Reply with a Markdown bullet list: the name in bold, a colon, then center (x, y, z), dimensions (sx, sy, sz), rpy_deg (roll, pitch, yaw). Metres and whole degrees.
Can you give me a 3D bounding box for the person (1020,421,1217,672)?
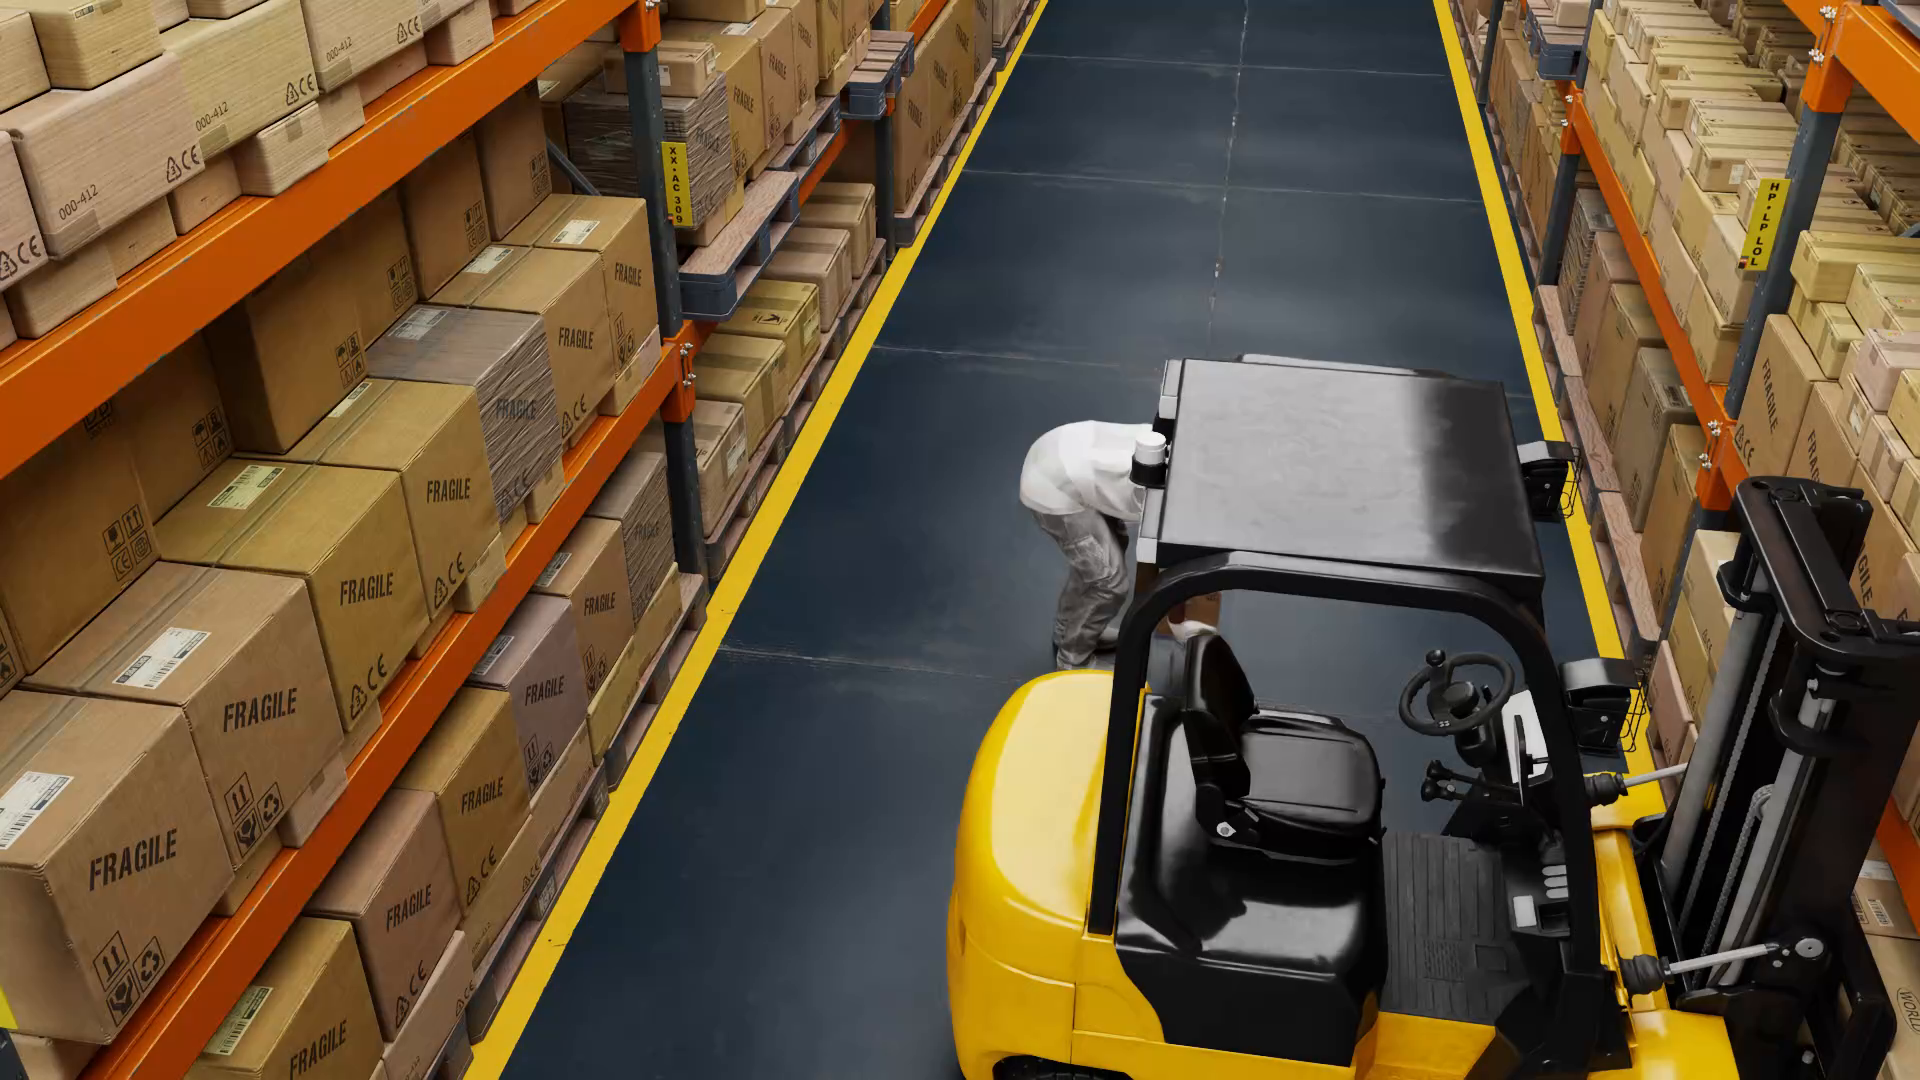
- **person**: center (0.729, 0.056, 6.671), dimensions (0.990, 1.094, 0.492), rpy_deg (4, 32, 6)
